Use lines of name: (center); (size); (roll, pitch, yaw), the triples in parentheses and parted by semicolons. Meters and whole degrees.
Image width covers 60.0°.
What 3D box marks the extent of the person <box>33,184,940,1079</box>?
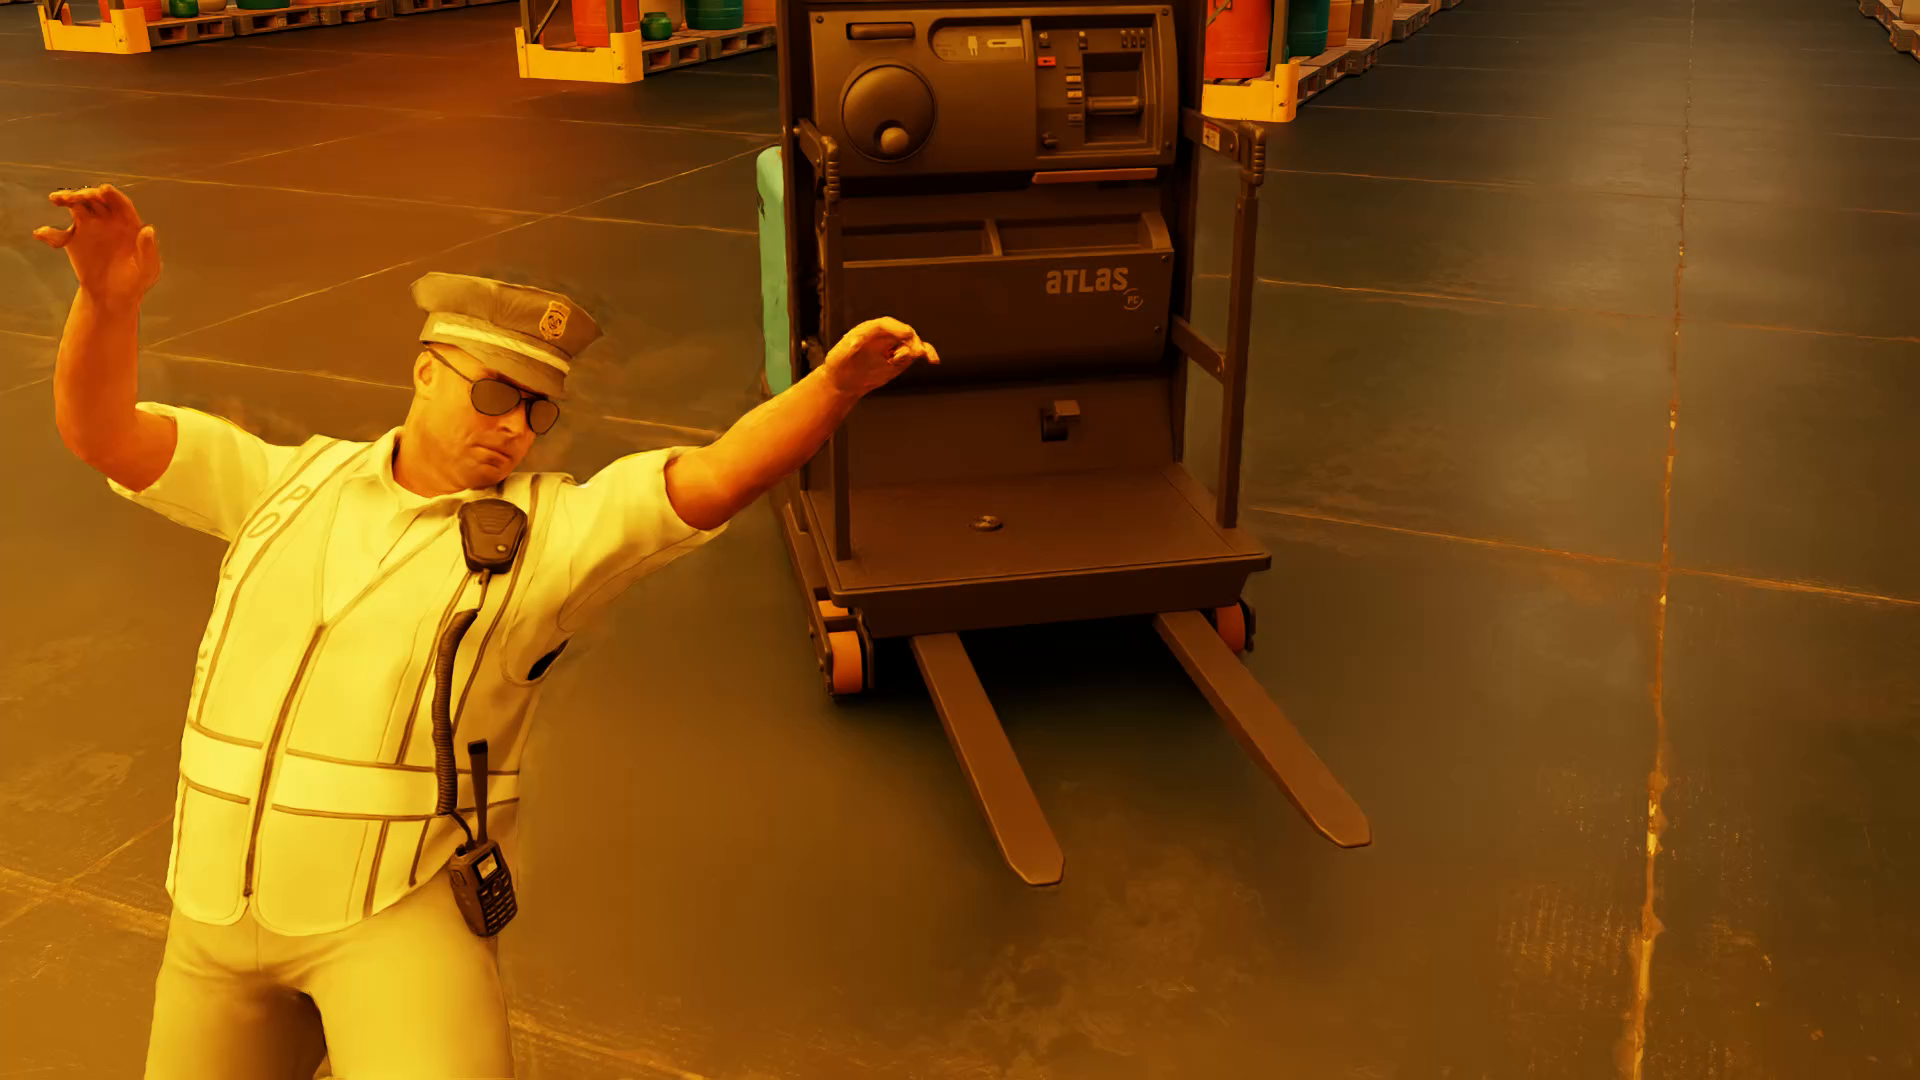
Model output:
person: (-0.575, 0.368, 2.141); (1.078, 1.685, 0.857); (6, 23, 13)

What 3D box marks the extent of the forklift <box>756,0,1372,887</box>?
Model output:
forklift: (0.140, -1.118, 3.968); (1.130, 2.935, 3.031); (-5, 23, -11)
